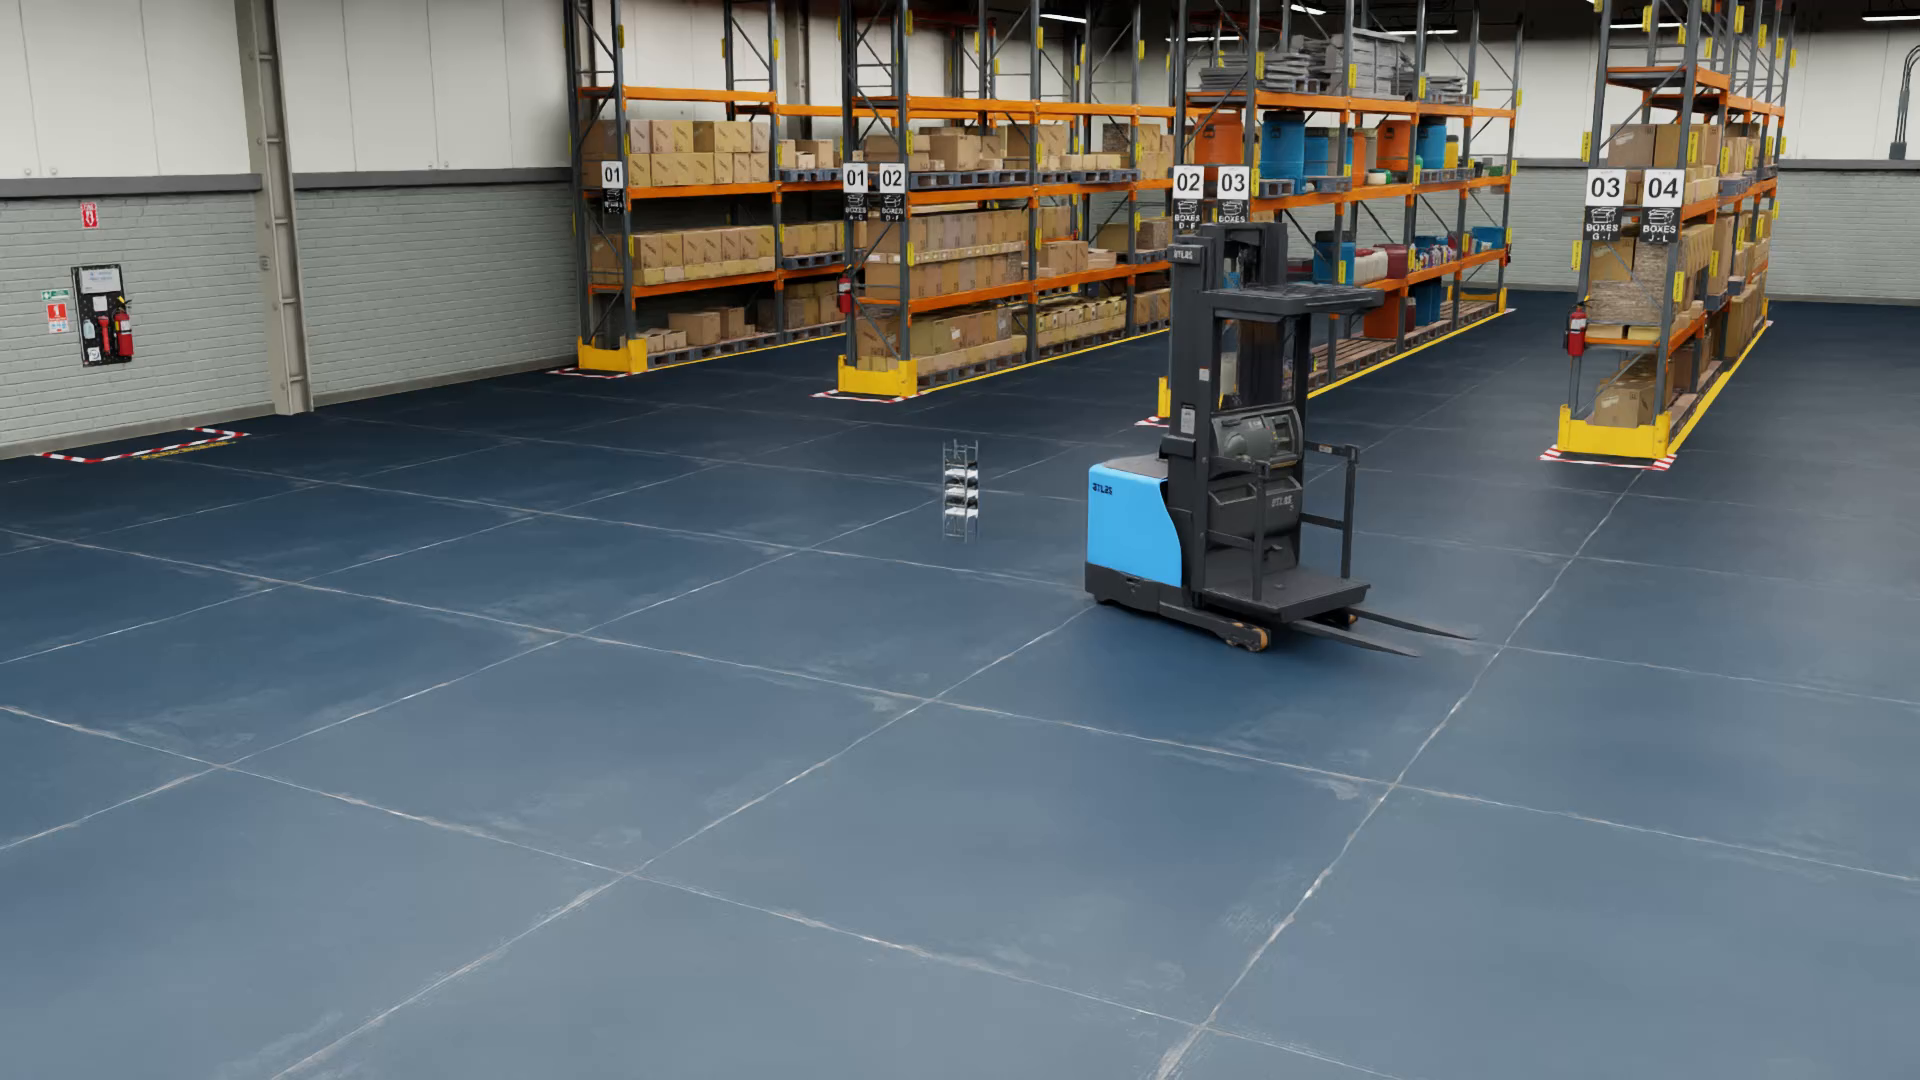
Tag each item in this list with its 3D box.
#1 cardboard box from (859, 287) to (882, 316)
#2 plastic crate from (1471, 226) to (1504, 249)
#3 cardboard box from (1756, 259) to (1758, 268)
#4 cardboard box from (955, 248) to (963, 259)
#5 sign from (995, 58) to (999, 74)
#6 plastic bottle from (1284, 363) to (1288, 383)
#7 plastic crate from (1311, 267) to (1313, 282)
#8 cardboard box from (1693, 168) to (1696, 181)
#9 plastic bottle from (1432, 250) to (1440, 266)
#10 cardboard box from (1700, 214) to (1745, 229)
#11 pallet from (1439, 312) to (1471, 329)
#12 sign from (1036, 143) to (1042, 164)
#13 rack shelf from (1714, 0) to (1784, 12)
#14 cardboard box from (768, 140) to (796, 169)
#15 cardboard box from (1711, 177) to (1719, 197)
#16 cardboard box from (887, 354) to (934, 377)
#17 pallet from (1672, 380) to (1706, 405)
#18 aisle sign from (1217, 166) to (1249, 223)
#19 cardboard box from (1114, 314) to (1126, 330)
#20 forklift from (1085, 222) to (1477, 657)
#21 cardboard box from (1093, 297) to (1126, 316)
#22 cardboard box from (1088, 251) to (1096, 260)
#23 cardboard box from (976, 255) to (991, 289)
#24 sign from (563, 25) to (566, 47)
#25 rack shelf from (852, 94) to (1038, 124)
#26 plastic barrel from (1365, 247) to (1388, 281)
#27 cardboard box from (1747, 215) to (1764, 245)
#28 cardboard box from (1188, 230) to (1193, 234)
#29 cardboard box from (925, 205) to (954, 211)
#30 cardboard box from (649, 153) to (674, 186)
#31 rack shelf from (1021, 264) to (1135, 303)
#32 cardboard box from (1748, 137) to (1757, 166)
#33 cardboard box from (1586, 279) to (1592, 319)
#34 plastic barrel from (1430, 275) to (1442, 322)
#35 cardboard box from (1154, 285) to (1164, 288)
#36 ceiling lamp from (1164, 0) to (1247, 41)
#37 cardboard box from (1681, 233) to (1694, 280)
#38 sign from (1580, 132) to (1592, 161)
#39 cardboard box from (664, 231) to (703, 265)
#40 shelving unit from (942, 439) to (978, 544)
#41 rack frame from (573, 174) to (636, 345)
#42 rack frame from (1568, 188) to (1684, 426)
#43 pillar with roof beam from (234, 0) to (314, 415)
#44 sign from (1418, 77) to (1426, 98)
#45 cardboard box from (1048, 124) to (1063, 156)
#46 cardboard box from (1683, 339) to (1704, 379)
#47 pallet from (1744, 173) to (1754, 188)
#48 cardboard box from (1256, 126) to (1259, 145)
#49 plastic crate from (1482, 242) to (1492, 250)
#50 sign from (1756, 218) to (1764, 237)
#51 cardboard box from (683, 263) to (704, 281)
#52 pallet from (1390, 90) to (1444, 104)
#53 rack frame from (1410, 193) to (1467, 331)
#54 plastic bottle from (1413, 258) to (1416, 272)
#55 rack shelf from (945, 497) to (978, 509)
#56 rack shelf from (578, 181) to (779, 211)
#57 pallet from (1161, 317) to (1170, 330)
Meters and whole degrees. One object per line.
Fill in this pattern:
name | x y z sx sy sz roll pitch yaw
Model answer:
cardboard box | -1.944 -4.626 32.218 0.700 0.500 0.500 8 16 29
plastic crate | 10.900 -6.257 34.382 0.616 0.435 0.499 7 15 28
cardboard box | 13.988 -4.927 29.607 0.380 0.149 0.250 8 16 30
cardboard box | -0.172 -4.264 24.723 0.380 0.149 0.250 7 15 27
sign | 0.773 -9.952 34.951 0.100 0.325 0.005 7 15 28
plastic bottle | 4.527 -2.332 23.191 0.097 0.271 0.097 0 14 0
plastic crate | 5.358 -4.092 25.640 0.392 0.384 0.575 7 15 28
cardboard box | 8.374 -4.271 19.418 0.380 0.149 0.250 7 15 28
plastic bottle | 8.572 -5.096 30.034 0.152 0.276 0.135 7 15 28
cardboard box | 12.657 -5.183 27.779 0.797 0.503 0.637 8 15 29
pallet | 9.286 -4.279 32.332 1.003 0.211 1.213 7 15 28
sign | 1.250 -6.086 26.204 0.100 0.325 0.005 7 15 28
rack shelf | 12.334 -8.690 26.324 1.077 0.370 4.000 7 15 28
cardboard box | -3.241 -6.775 29.225 0.500 0.500 0.500 10 17 36
cardboard box | 9.441 -4.539 21.381 0.500 0.250 0.500 8 16 30
cardboard box | -0.717 -2.532 24.105 0.500 0.250 0.500 7 15 28
pallet | 9.808 -2.081 23.216 1.003 0.211 1.213 7 15 28
aisle sign | 3.385 -4.233 20.646 0.394 0.787 0.004 7 15 28
cardboard box | 2.656 -3.953 29.999 0.500 0.250 0.500 8 16 29
forklift | 2.303 -0.767 11.962 1.130 2.935 3.031 -11 17 -38
cardboard box | 2.659 -4.225 29.934 0.500 0.311 0.500 8 16 30
cardboard box | 2.095 -5.016 29.629 0.500 0.311 0.500 7 15 27
cardboard box | 0.059 -4.145 25.615 0.700 0.500 0.500 8 16 29
sign | -5.985 -7.654 25.252 0.100 0.325 0.005 7 15 28
rack shelf | -0.204 -6.362 24.611 1.077 0.370 4.000 7 15 28
plastic barrel | 6.721 -4.478 26.969 0.421 0.512 0.421 0 14 0
cardboard box | 14.001 -5.524 29.632 0.500 0.500 0.500 7 15 28
cardboard box | 4.647 -6.222 34.227 0.500 0.500 0.500 8 16 29
cardboard box | -0.458 -6.731 34.064 0.500 0.250 0.500 7 15 27
cardboard box | -4.838 -5.803 26.047 0.500 0.500 0.500 9 16 32
rack shelf | 1.730 -4.461 28.671 1.077 0.370 4.000 7 15 28
cardboard box | 13.626 -6.845 29.304 0.700 0.500 0.500 6 15 25
cardboard box | 7.926 -2.875 19.712 0.875 0.500 0.500 7 15 28
plastic barrel | 8.687 -4.554 31.103 0.600 0.901 0.708 7 15 28
cardboard box | 3.687 -4.756 32.756 0.500 0.500 0.500 8 15 29
ceiling lamp | 5.734 -13.441 39.132 2.000 3.185 0.800 7 15 28
cardboard box | 8.252 -3.319 19.420 0.500 0.500 0.500 7 15 28
sign | 7.023 -4.412 18.644 0.100 0.325 0.005 7 15 28
cardboard box | -4.512 -4.711 26.850 0.500 0.500 0.500 7 15 26
shelving unit | 0.004 -0.439 14.935 0.258 0.900 0.210 7 15 28
rack frame | -5.509 -4.140 25.805 1.000 3.000 0.127 7 15 28
rack frame | 7.499 -2.456 18.822 1.000 3.000 0.127 7 15 28
pillar with roof beam | -5.060 -5.579 18.975 9.100 9.000 0.400 7 15 28
sign | 7.516 -7.357 27.040 0.100 0.325 0.005 7 15 28
cardboard box | 1.351 -6.596 27.415 0.500 0.500 0.500 9 16 33
cardboard box | 10.266 -2.610 23.853 0.700 0.500 0.500 6 15 23
pallet | 11.632 -5.602 25.873 1.213 0.211 1.003 8 16 31
cardboard box | 6.014 -8.655 35.786 0.700 0.500 0.500 7 15 28
plastic crate | 10.663 -6.013 34.010 0.396 0.136 0.243 7 15 28
sign | 13.780 -5.383 28.661 0.100 0.325 0.005 7 15 28
cardboard box | -4.505 -4.353 26.966 0.500 0.250 0.500 7 15 27
pallet | 7.407 -7.433 27.923 1.213 0.211 1.003 7 15 28
rack frame | 8.965 -5.479 31.362 1.000 3.000 0.127 7 15 28
plastic bottle | 7.747 -4.746 28.582 0.152 0.276 0.135 7 15 28
rack shelf | 0.004 -0.319 14.964 0.258 0.077 0.200 7 15 28
rack shelf | -4.542 -5.659 27.240 1.077 0.370 4.000 7 15 28
pallet | 3.682 -4.263 32.267 1.003 0.211 1.213 7 15 28
